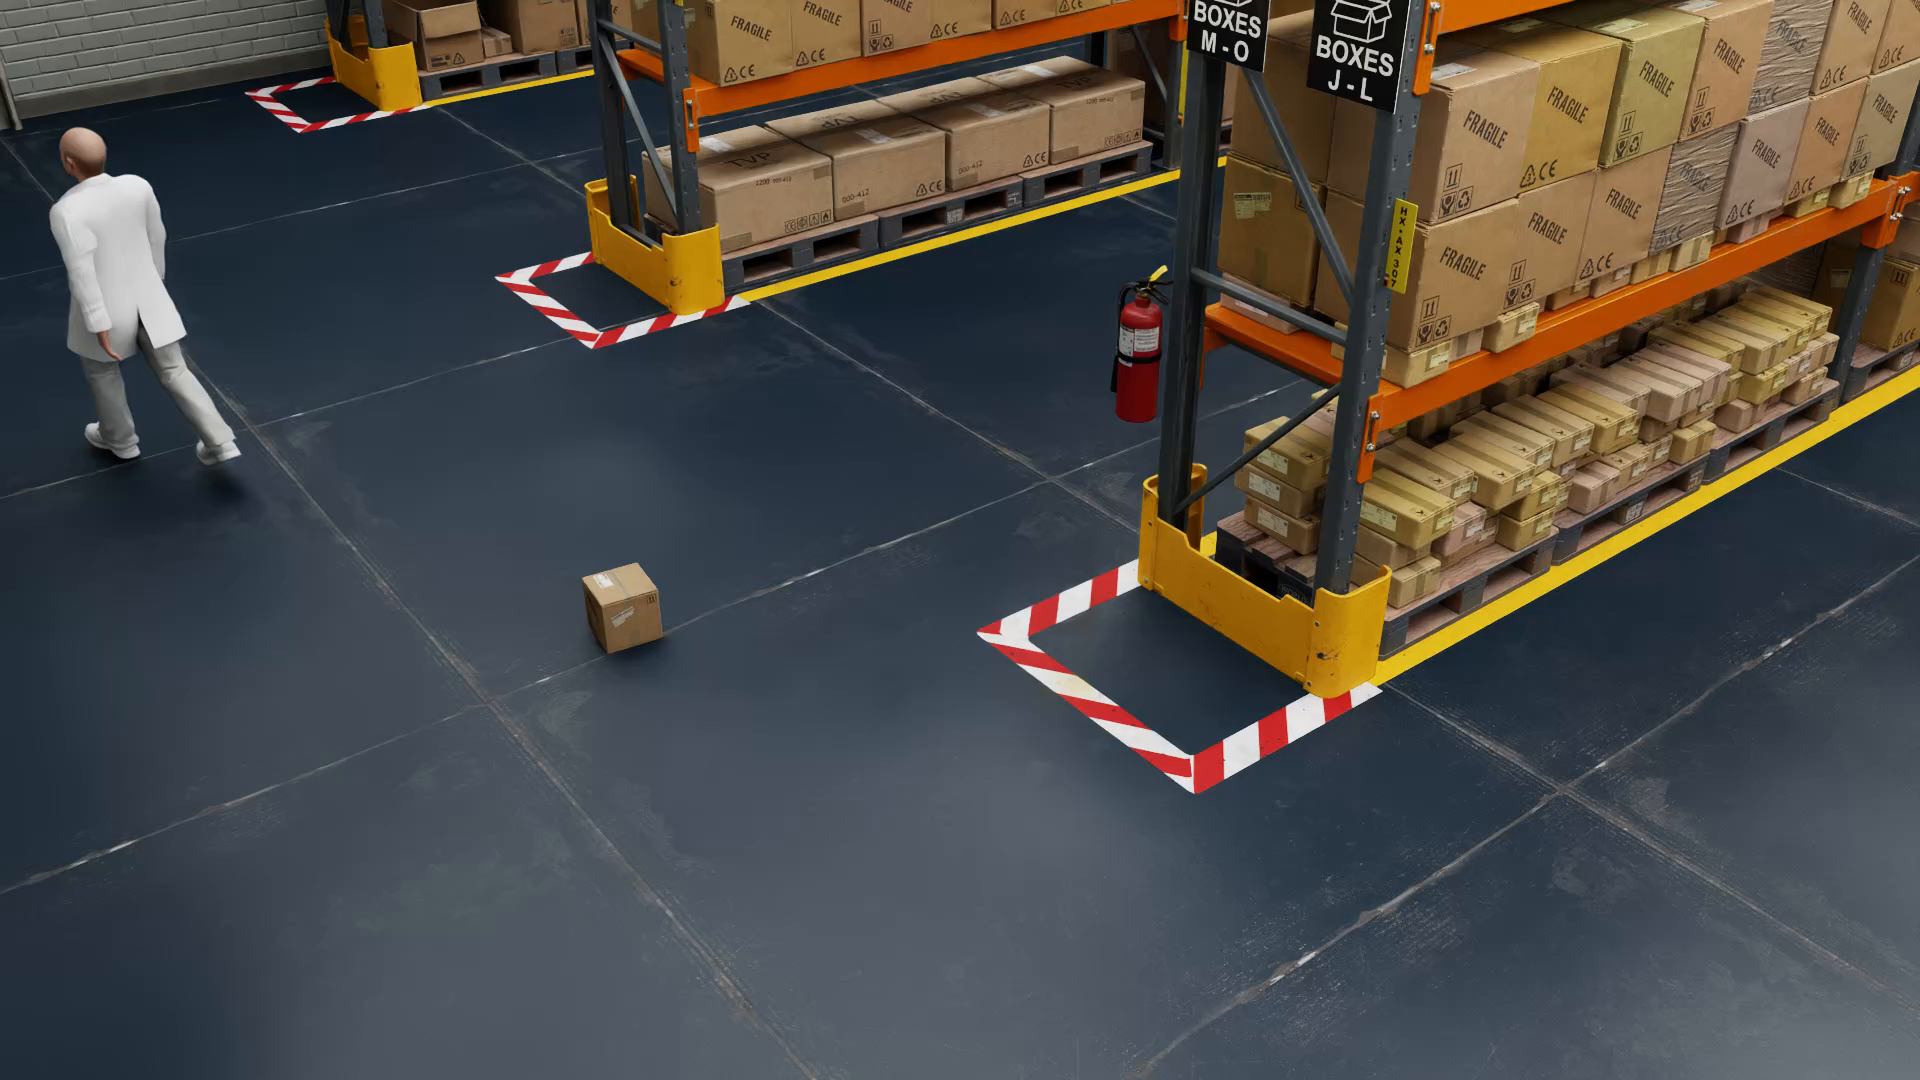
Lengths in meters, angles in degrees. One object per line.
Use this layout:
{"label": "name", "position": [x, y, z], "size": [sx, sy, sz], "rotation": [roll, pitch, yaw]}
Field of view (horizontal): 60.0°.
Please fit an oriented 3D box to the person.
{"label": "person", "position": [-4.010, -1.143, 7.999], "size": [1.084, 1.736, 0.567], "rotation": [21, 37, 30]}
